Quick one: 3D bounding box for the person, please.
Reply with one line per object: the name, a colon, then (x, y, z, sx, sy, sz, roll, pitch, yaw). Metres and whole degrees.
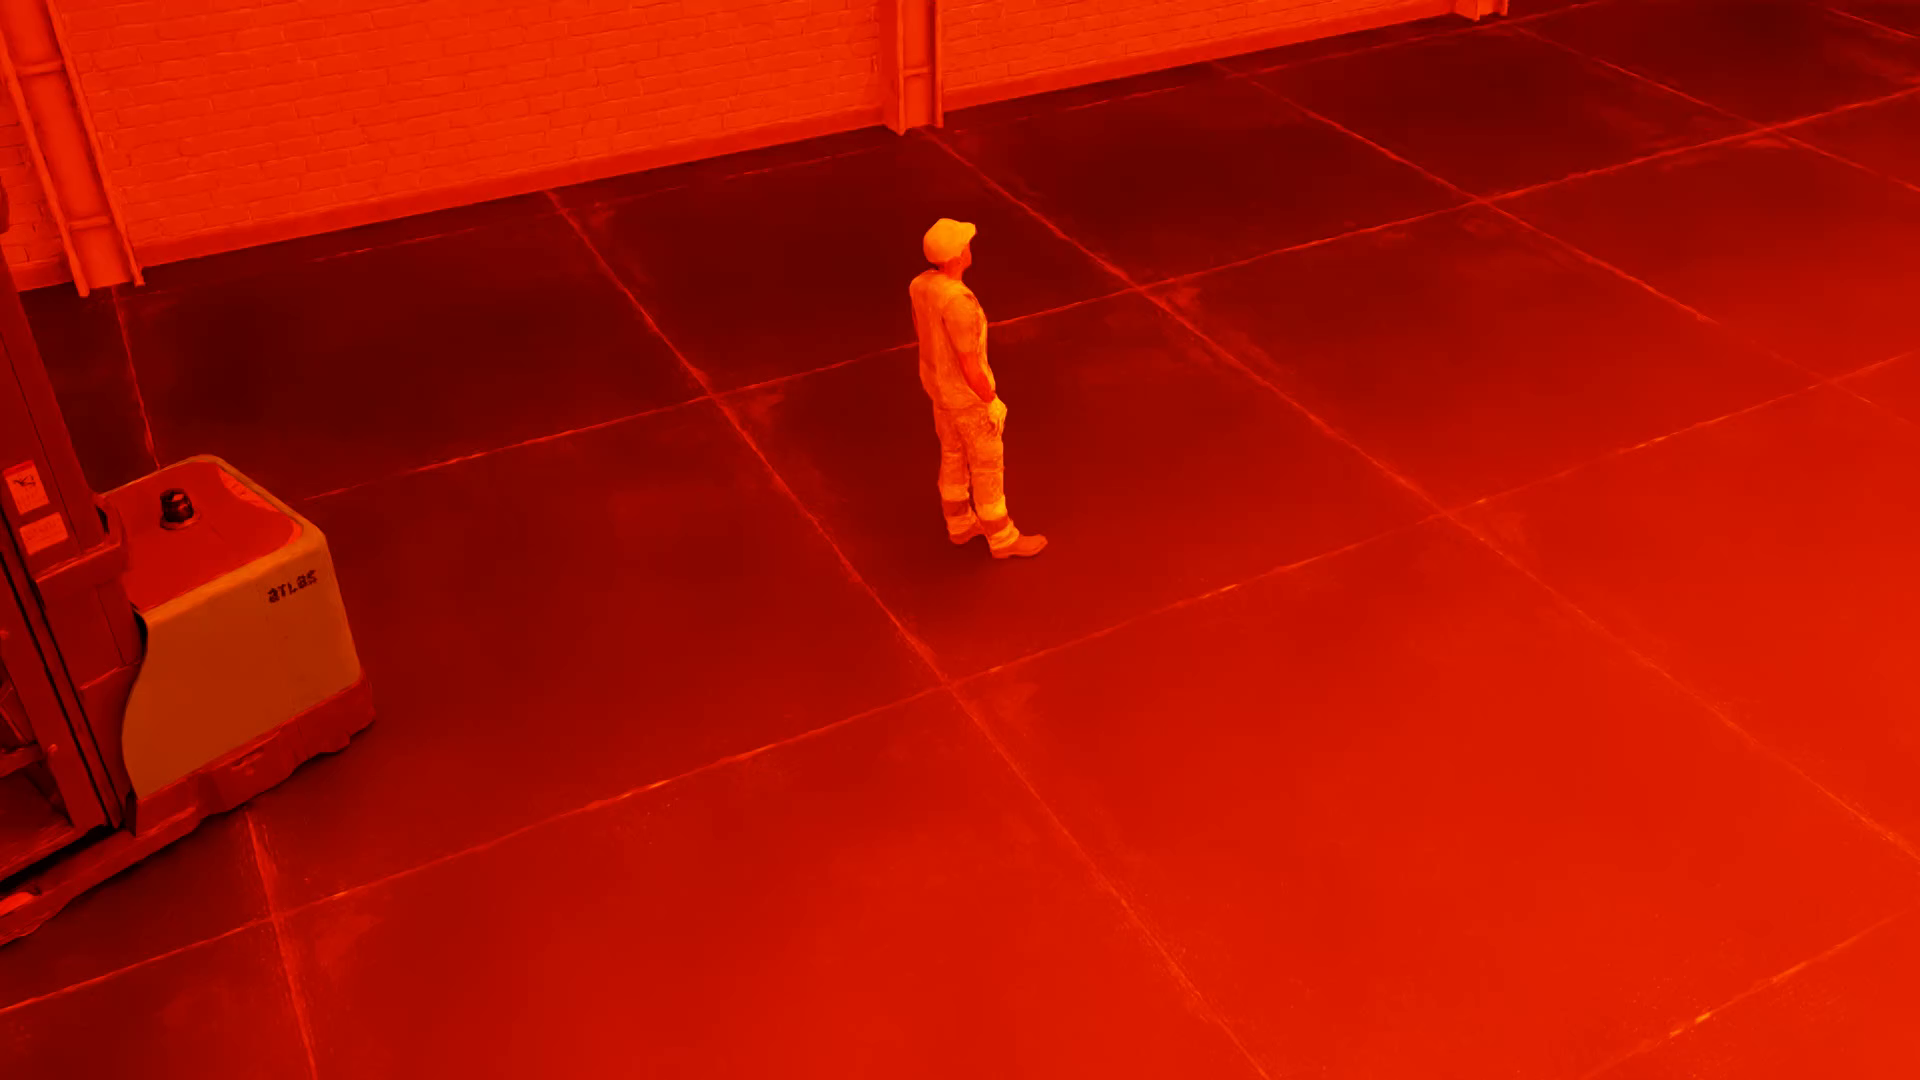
person: (0.076, -0.751, 8.166, 0.563, 1.783, 0.637, -17, 39, -23)

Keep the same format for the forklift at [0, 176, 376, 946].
forklift: (-3.968, 0.095, 5.988, 1.130, 2.935, 3.031, 27, 44, 33)
